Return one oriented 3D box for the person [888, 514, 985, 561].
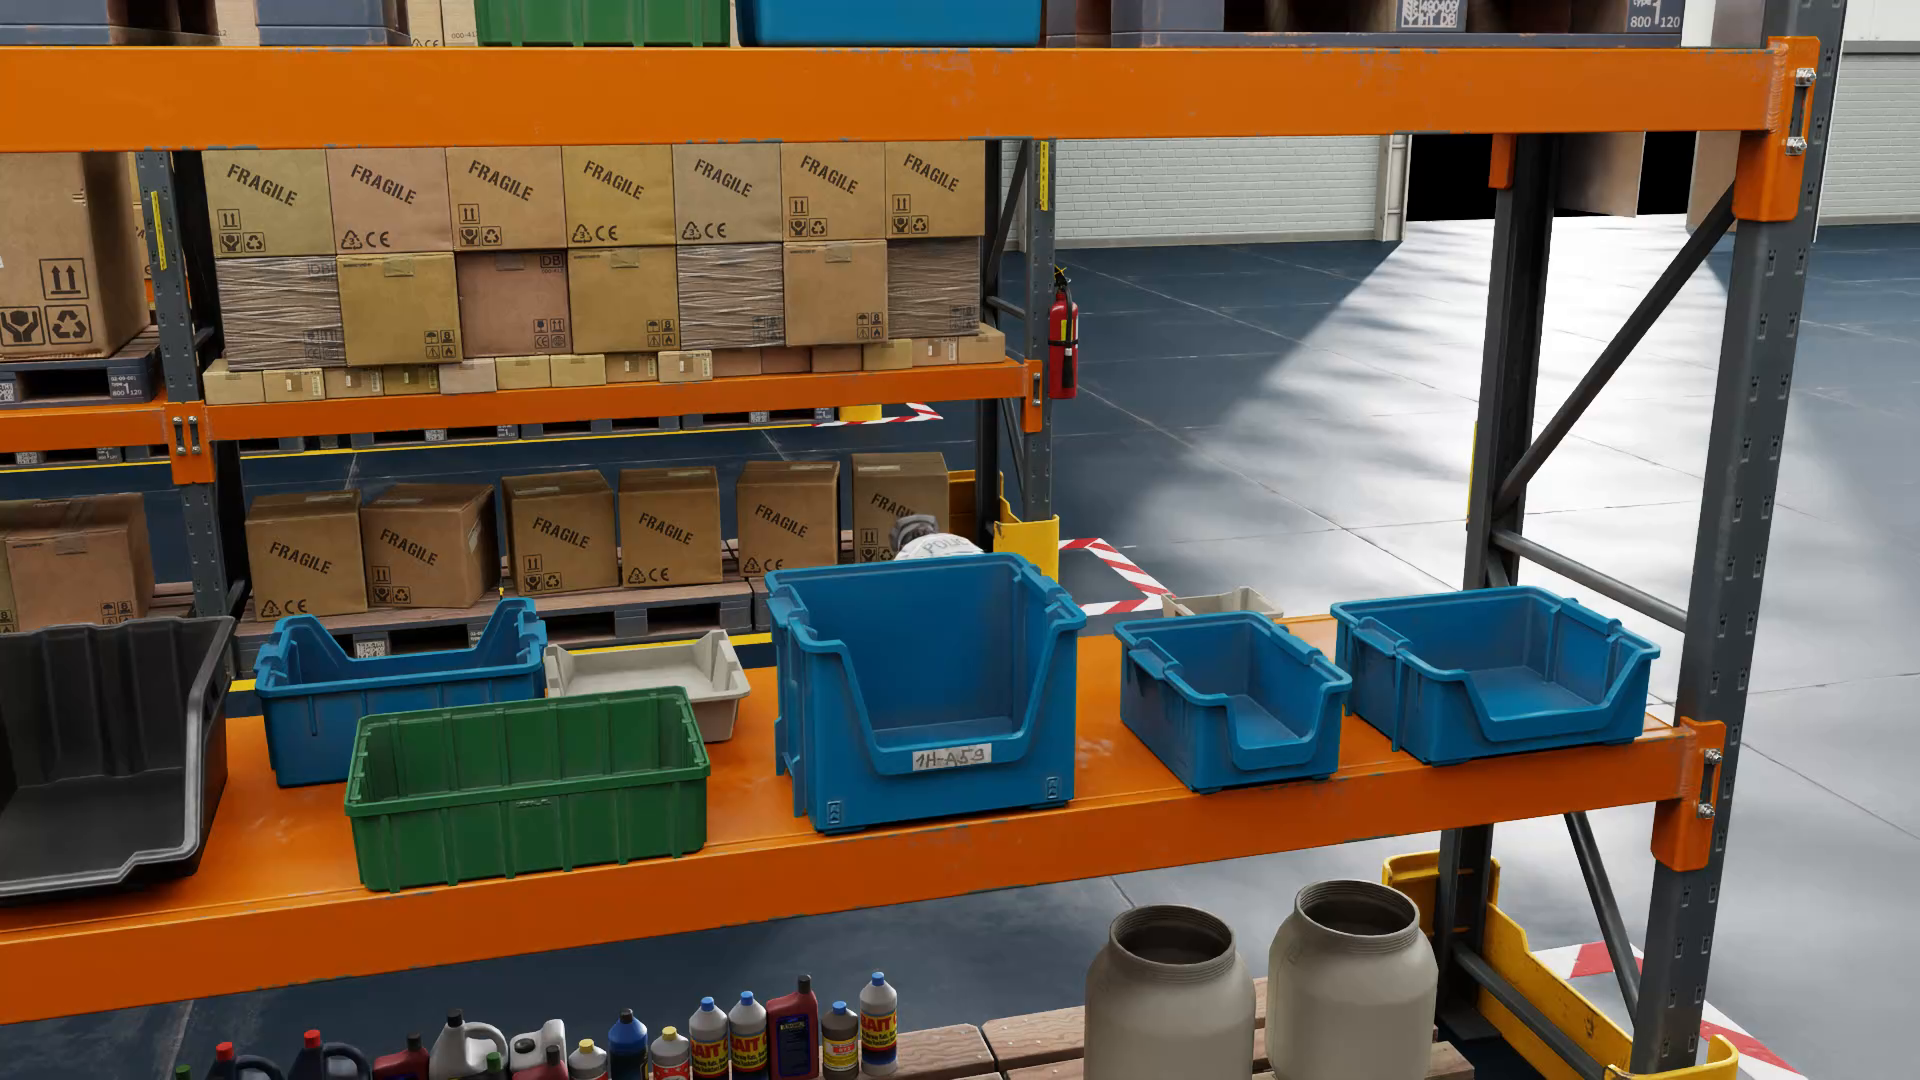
[{"bbox_3d":[-0.075,0.339,7.521,0.457,0.774,0.915,-5,17,-17],"label":"person"}]
